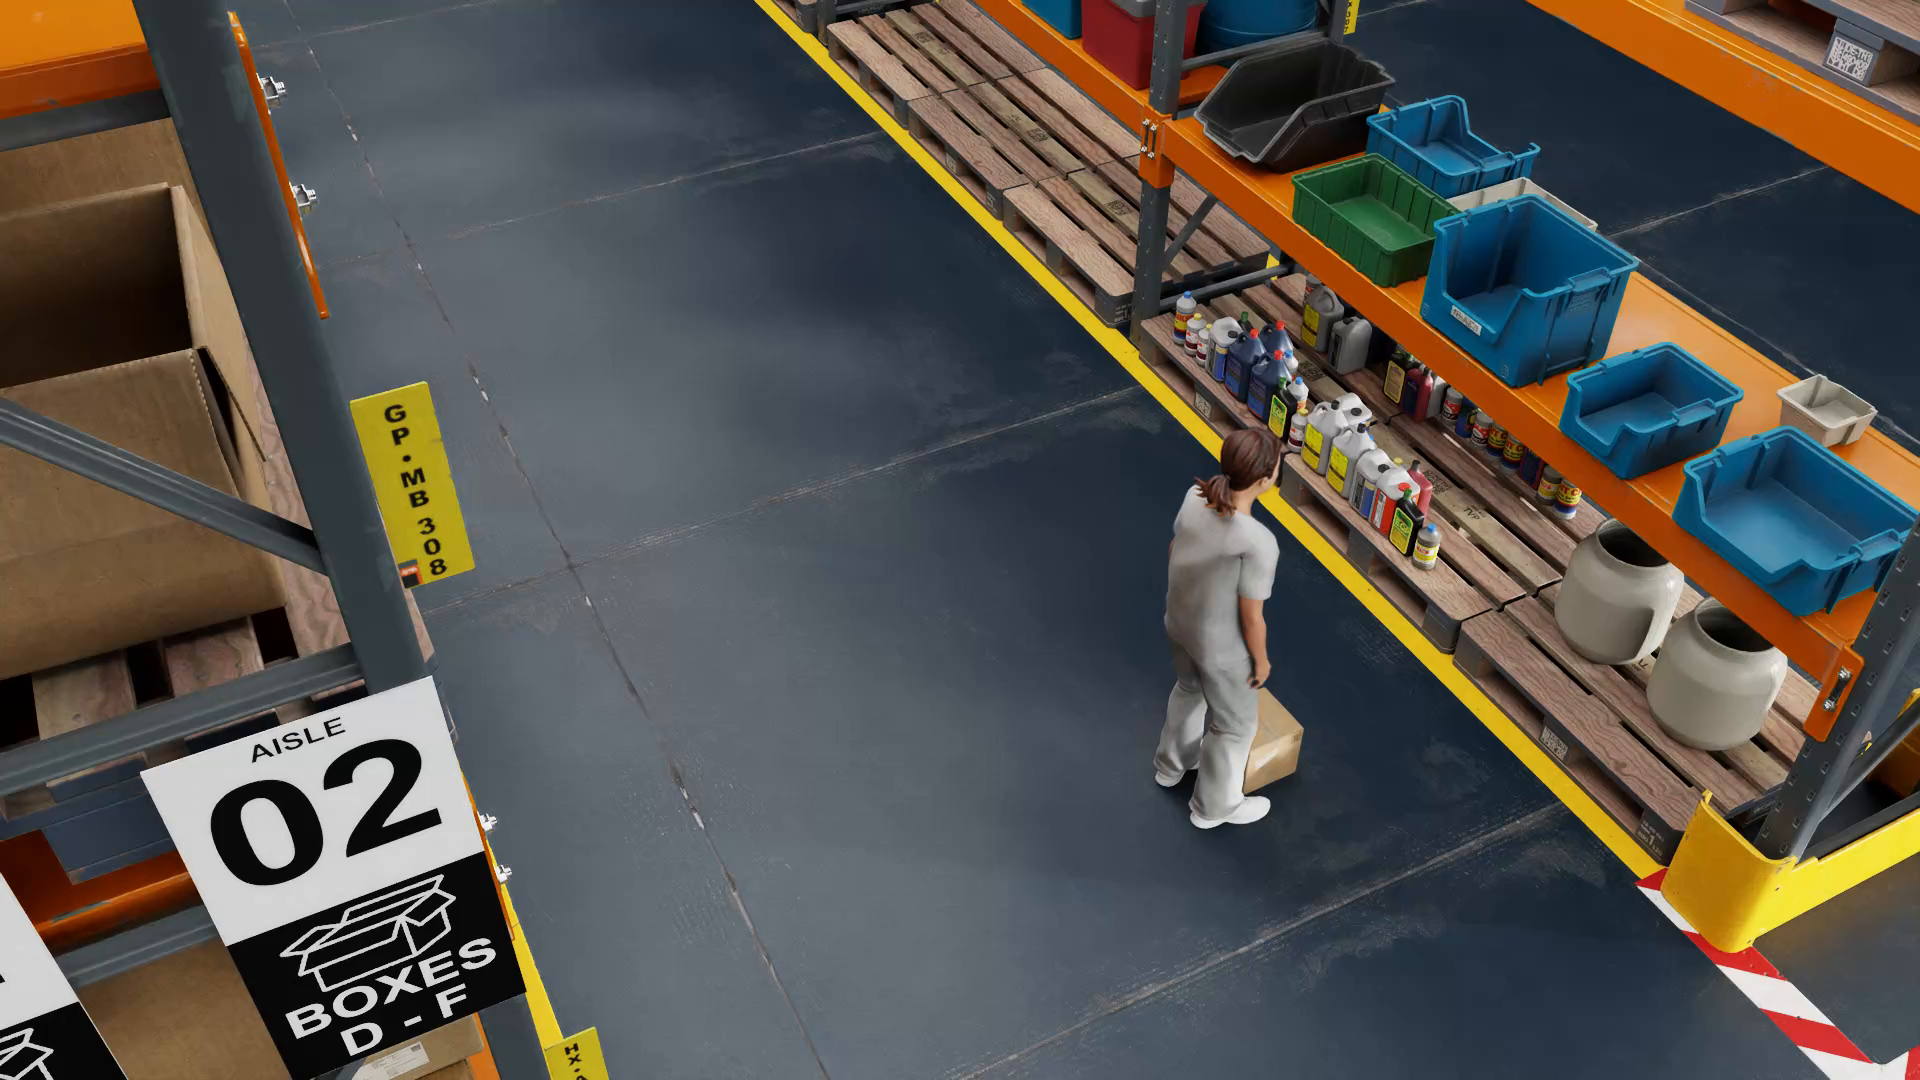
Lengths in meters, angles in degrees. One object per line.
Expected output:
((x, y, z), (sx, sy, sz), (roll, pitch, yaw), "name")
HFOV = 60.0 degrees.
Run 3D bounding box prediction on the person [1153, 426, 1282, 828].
((0.907, 0.317, 5.801), (0.363, 1.671, 0.502), (-21, 46, -22), "person")
